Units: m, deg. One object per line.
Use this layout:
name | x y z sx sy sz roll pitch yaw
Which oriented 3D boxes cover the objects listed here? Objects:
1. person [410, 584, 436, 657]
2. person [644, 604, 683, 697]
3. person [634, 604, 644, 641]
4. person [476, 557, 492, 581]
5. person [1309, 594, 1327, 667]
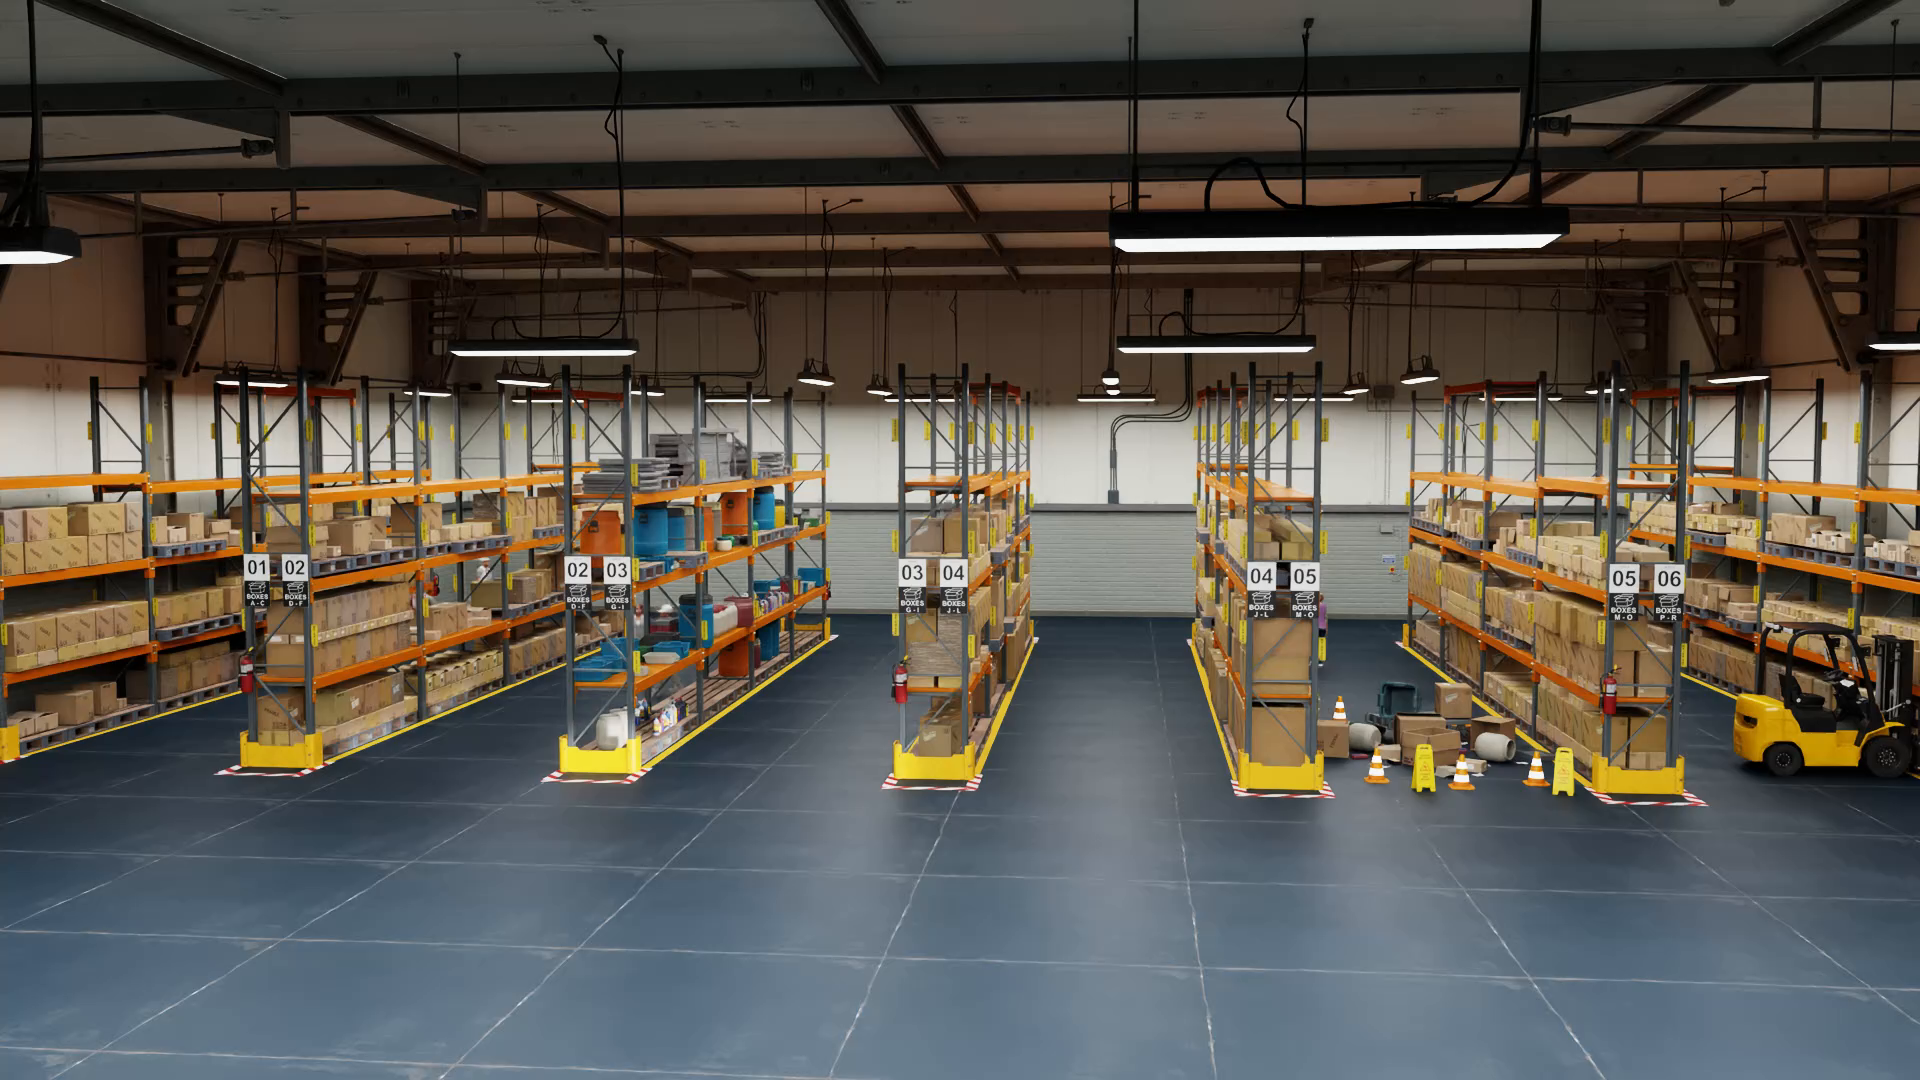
person | -12.029 1.789 37.052 0.624 1.685 0.628 1 4 12
person | -5.649 2.103 31.690 0.753 1.751 0.645 -1 4 -16
person | -6.489 2.065 33.602 0.457 1.513 0.972 0 4 4
person | -12.432 1.306 43.404 0.473 1.788 0.583 0 4 8
person | 7.684 1.926 35.684 0.446 1.607 0.371 -1 4 -21
